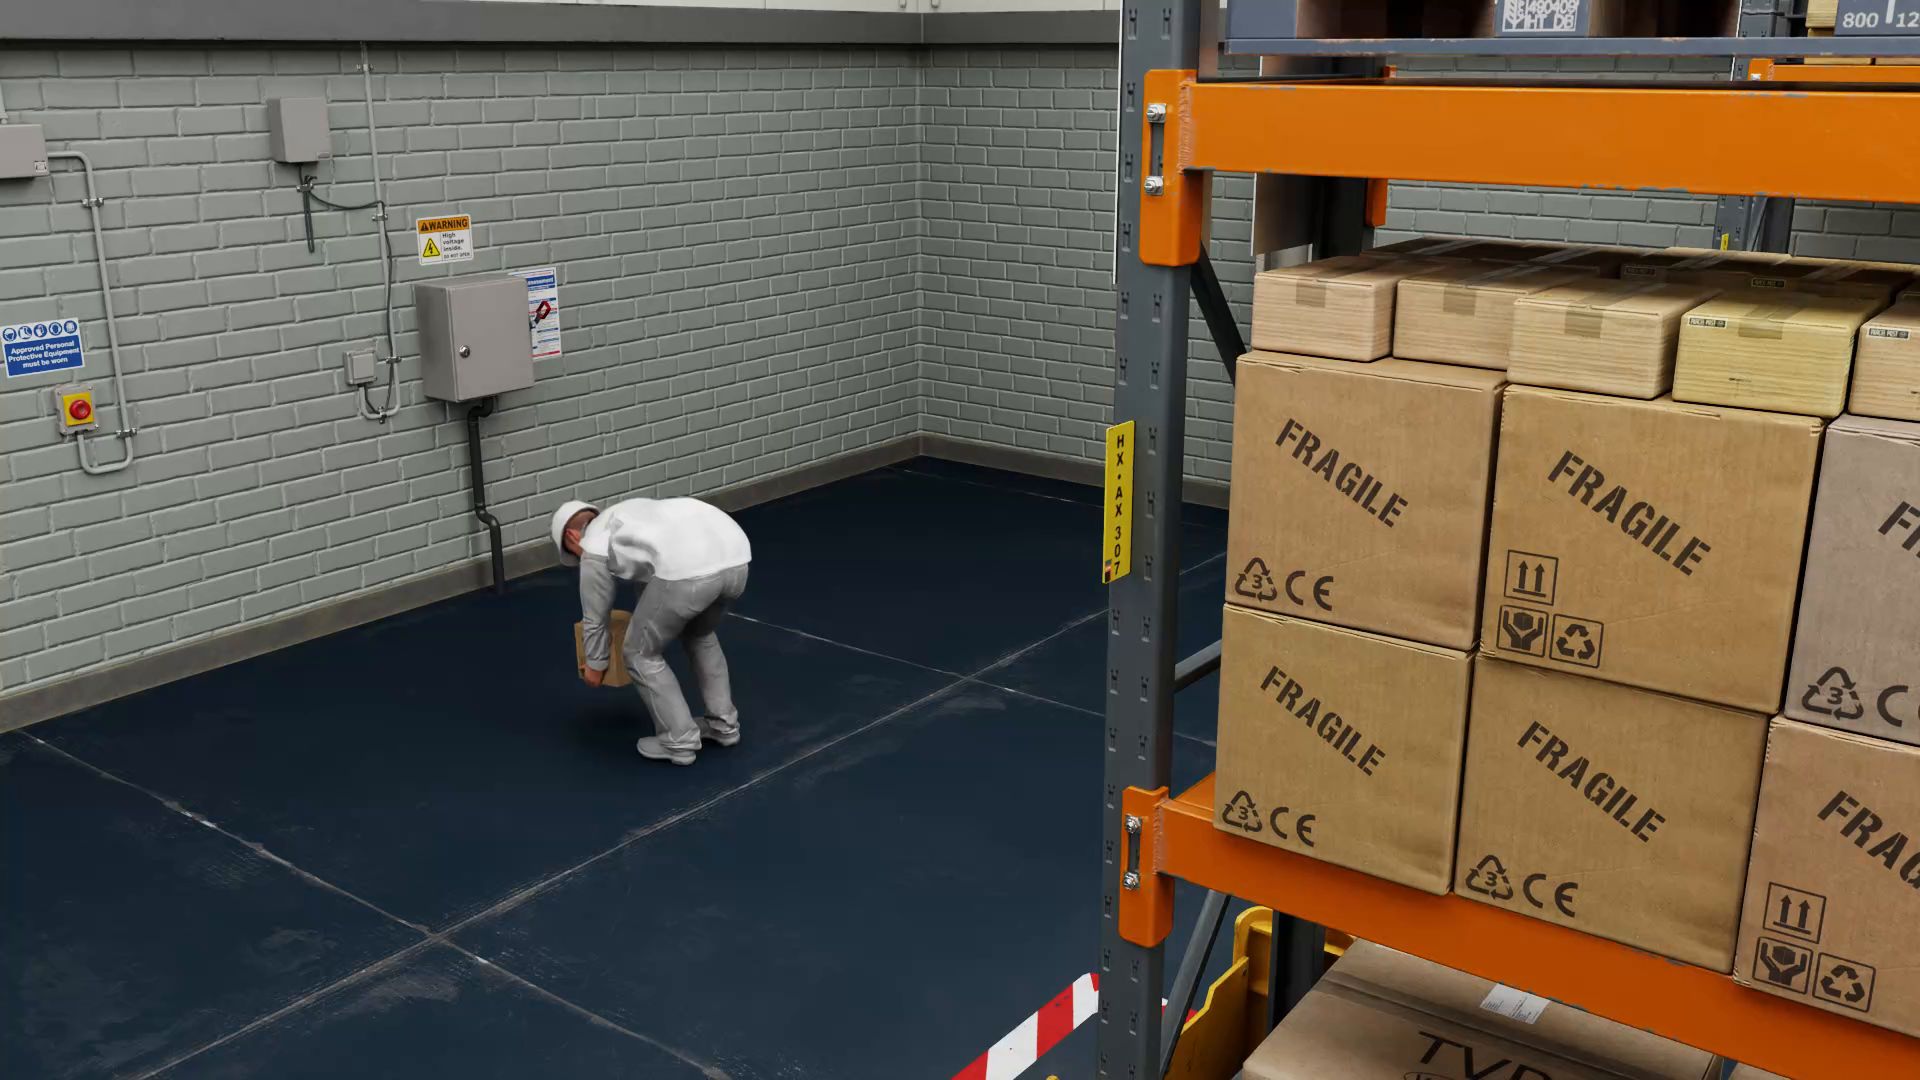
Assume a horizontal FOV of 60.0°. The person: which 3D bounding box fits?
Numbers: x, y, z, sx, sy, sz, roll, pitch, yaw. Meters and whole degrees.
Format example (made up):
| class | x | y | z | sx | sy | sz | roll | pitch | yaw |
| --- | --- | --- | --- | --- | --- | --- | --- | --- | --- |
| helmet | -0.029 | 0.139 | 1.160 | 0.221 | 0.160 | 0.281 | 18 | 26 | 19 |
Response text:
| class | x | y | z | sx | sy | sz | roll | pitch | yaw |
| --- | --- | --- | --- | --- | --- | --- | --- | --- | --- |
| person | -1.343 | 0.328 | 7.088 | 1.013 | 1.089 | 0.481 | 11 | 20 | 33 |
